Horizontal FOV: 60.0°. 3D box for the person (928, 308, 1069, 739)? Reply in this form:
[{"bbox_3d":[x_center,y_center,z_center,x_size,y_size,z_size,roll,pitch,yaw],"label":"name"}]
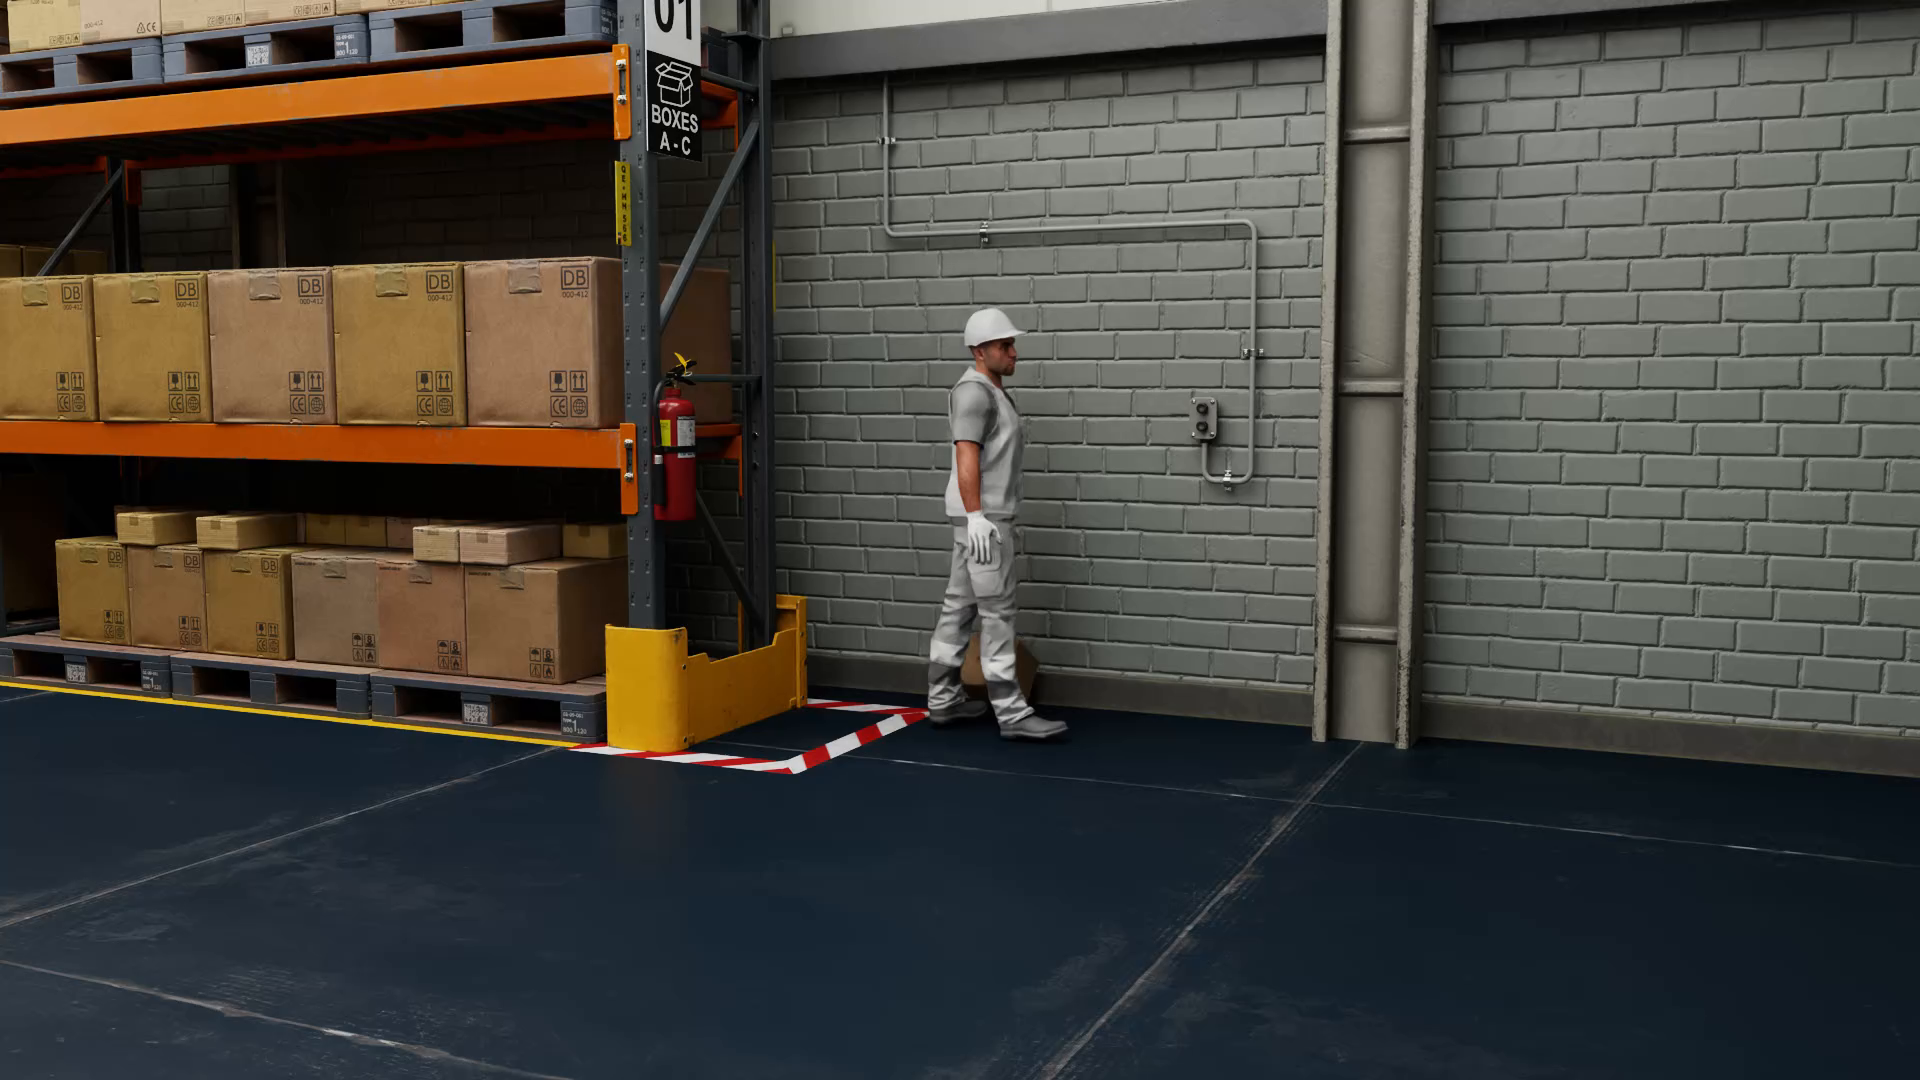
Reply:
[{"bbox_3d":[0.156,-0.070,6.981,0.628,1.789,0.666,1,6,6],"label":"person"}]
